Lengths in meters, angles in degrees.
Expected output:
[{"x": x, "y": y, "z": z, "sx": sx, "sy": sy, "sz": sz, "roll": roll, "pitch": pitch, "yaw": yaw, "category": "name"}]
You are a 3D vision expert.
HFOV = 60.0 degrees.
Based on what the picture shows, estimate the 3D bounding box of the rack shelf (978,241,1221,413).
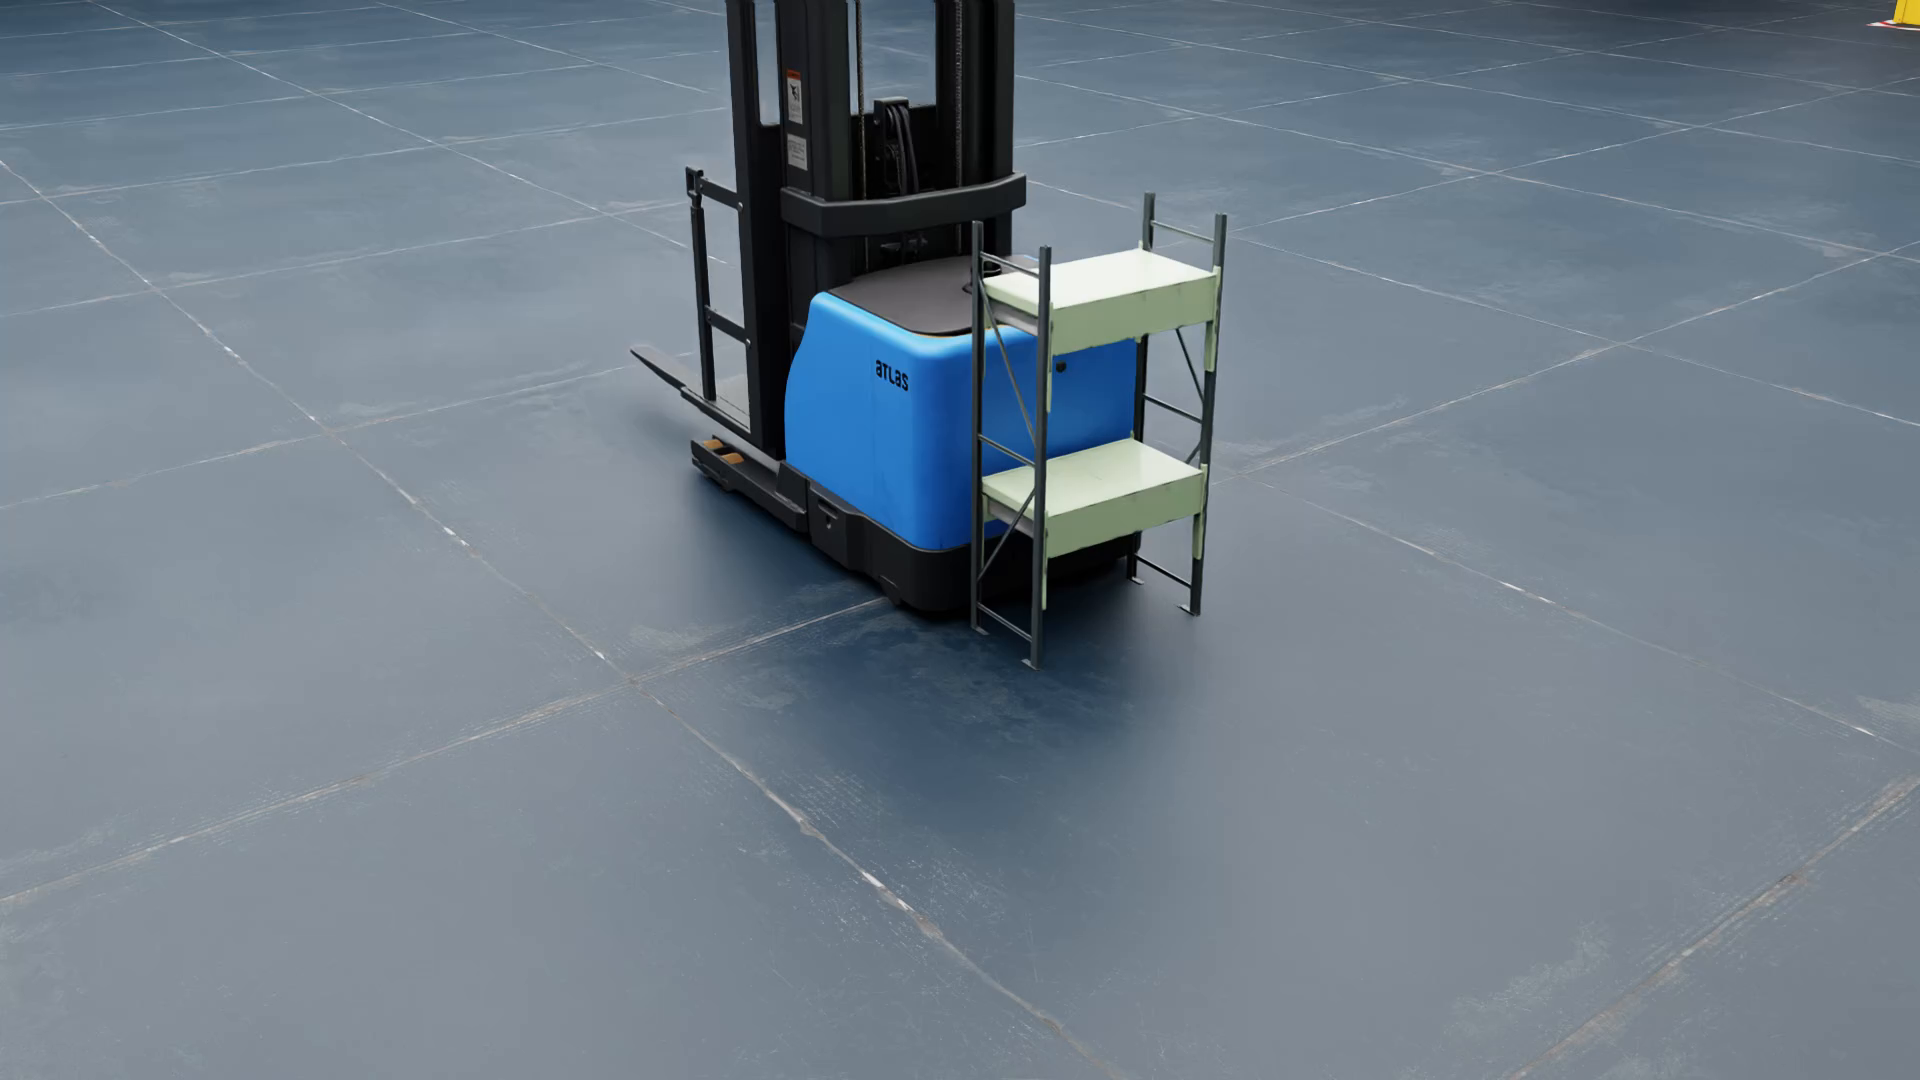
[{"x": 0.463, "y": -0.735, "z": 5.624, "sx": 0.720, "sy": 0.370, "sz": 0.431, "roll": -16, "pitch": 29, "yaw": -31, "category": "rack shelf"}]

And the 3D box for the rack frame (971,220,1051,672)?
[{"x": 0.161, "y": -0.294, "z": 5.601, "sx": 0.023, "sy": 1.500, "sz": 0.400, "roll": -16, "pitch": 29, "yaw": -31, "category": "rack frame"}]

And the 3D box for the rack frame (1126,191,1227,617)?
[{"x": 0.765, "y": -0.468, "z": 5.977, "sx": 0.023, "sy": 1.500, "sz": 0.400, "roll": -16, "pitch": 29, "yaw": -31, "category": "rack frame"}]

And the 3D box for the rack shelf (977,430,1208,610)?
[{"x": 0.463, "y": -0.085, "z": 5.926, "sx": 0.720, "sy": 0.370, "sz": 0.431, "roll": -16, "pitch": 29, "yaw": -31, "category": "rack shelf"}]

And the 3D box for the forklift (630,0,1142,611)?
[{"x": -0.527, "y": -1.640, "z": 6.801, "sx": 1.130, "sy": 2.935, "sz": 3.031, "roll": -16, "pitch": 29, "yaw": -30, "category": "forklift"}]

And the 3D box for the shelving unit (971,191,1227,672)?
[{"x": 0.463, "y": -0.381, "z": 5.789, "sx": 0.755, "sy": 1.500, "sz": 0.431, "roll": -16, "pitch": 29, "yaw": -31, "category": "shelving unit"}]

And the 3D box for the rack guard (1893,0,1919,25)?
[{"x": 11.984, "y": -6.469, "z": 20.094, "sx": 0.348, "sy": 0.500, "sz": 1.175, "roll": -18, "pitch": 31, "yaw": -34, "category": "rack guard"}]
